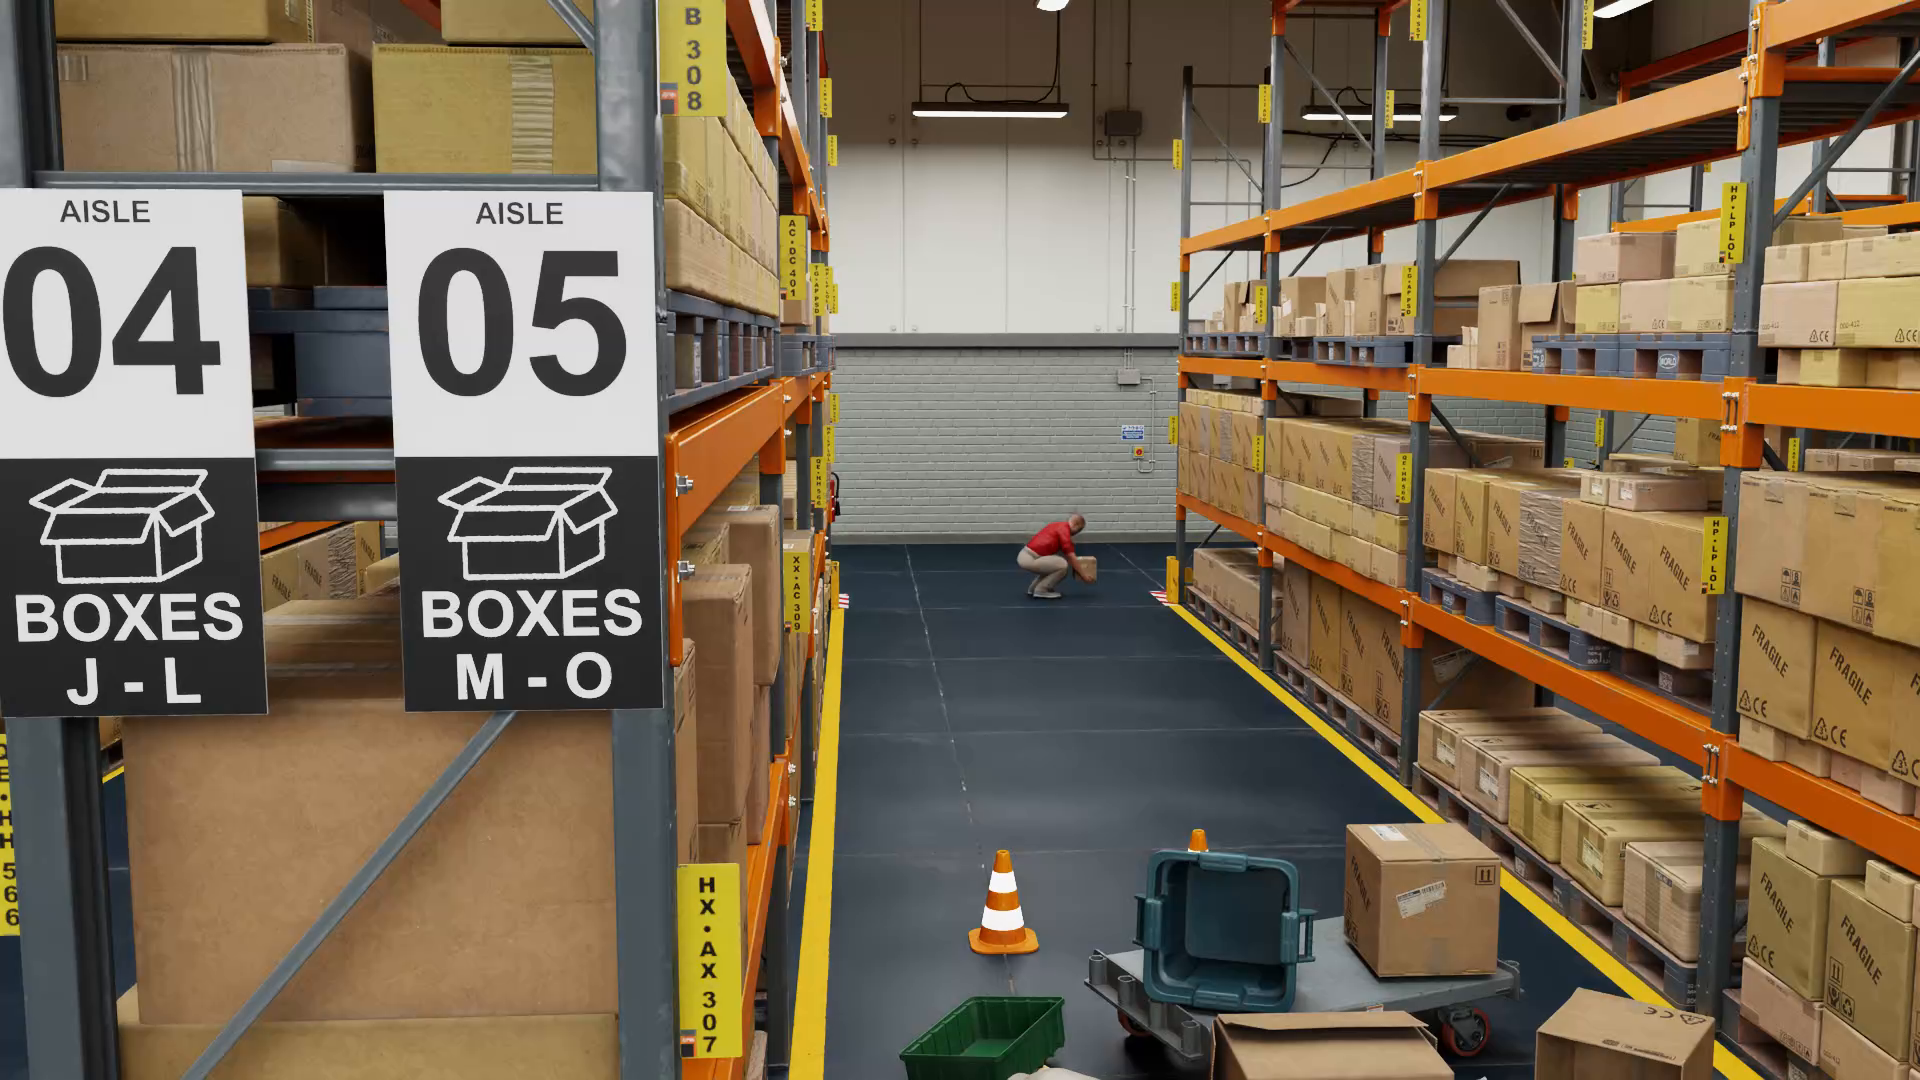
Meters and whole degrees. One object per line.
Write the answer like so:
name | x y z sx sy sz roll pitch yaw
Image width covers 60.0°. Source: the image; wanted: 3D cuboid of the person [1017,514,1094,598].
person | 1.113 0.183 19.524 0.881 0.970 0.557 0 7 -4
